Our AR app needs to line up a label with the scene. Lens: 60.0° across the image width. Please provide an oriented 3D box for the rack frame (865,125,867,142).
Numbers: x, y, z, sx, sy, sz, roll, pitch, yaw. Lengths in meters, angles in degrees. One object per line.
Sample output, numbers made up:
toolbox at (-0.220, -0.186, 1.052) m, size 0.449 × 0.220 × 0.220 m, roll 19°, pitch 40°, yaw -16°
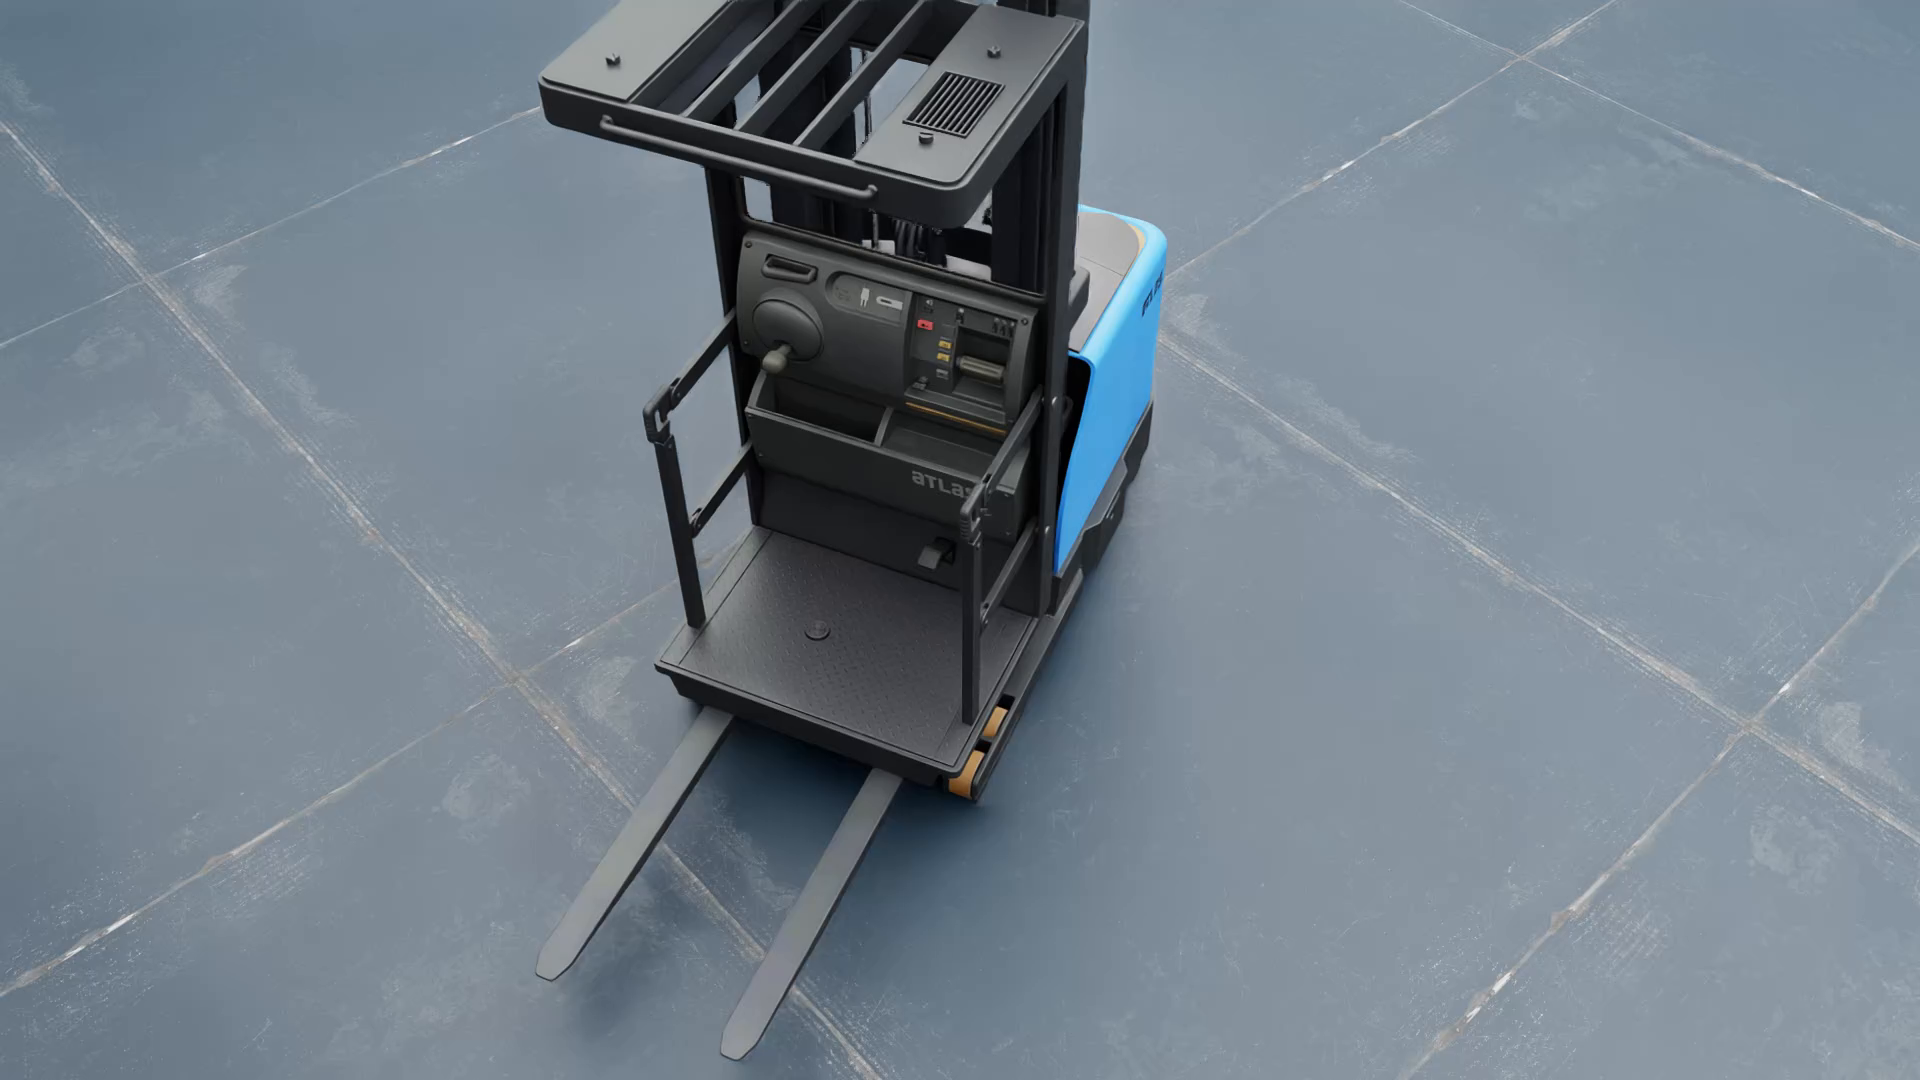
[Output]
rack frame at (-0.258, -1.211, 6.653) m, size 0.200 × 1.050 × 0.008 m, roll -5°, pitch 47°, yaw -4°

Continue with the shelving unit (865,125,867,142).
shelving unit at (-0.245, -1.122, 6.571) m, size 0.215 × 1.050 × 0.252 m, roll -5°, pitch 47°, yaw -4°

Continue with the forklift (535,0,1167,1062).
forklift at (-0.314, -0.513, 4.729) m, size 1.130 × 2.935 × 3.031 m, roll 18°, pitch 50°, yaw 16°
